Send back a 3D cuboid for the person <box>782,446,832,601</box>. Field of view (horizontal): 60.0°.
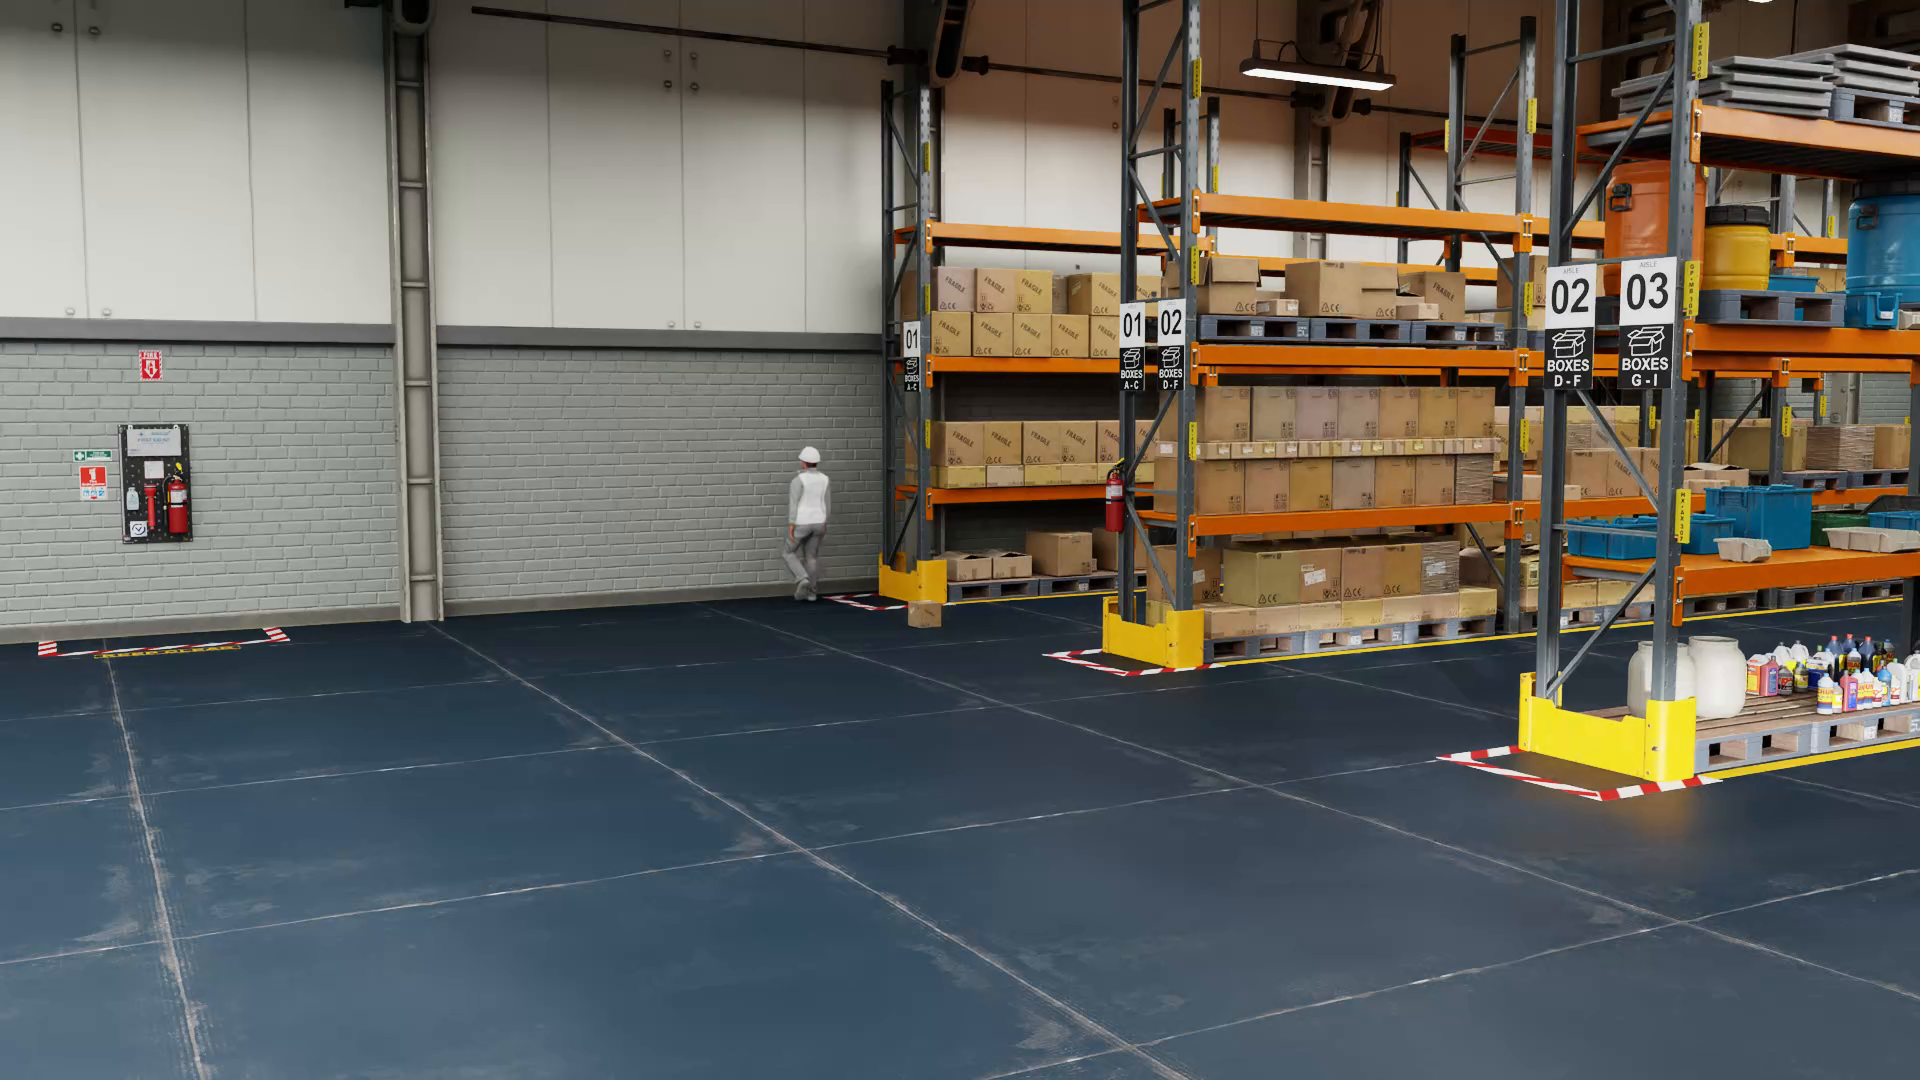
[{"bbox_3d":[-1.757,-0.191,19.027,0.564,1.760,0.467,-3,6,-34],"label":"person"}]
